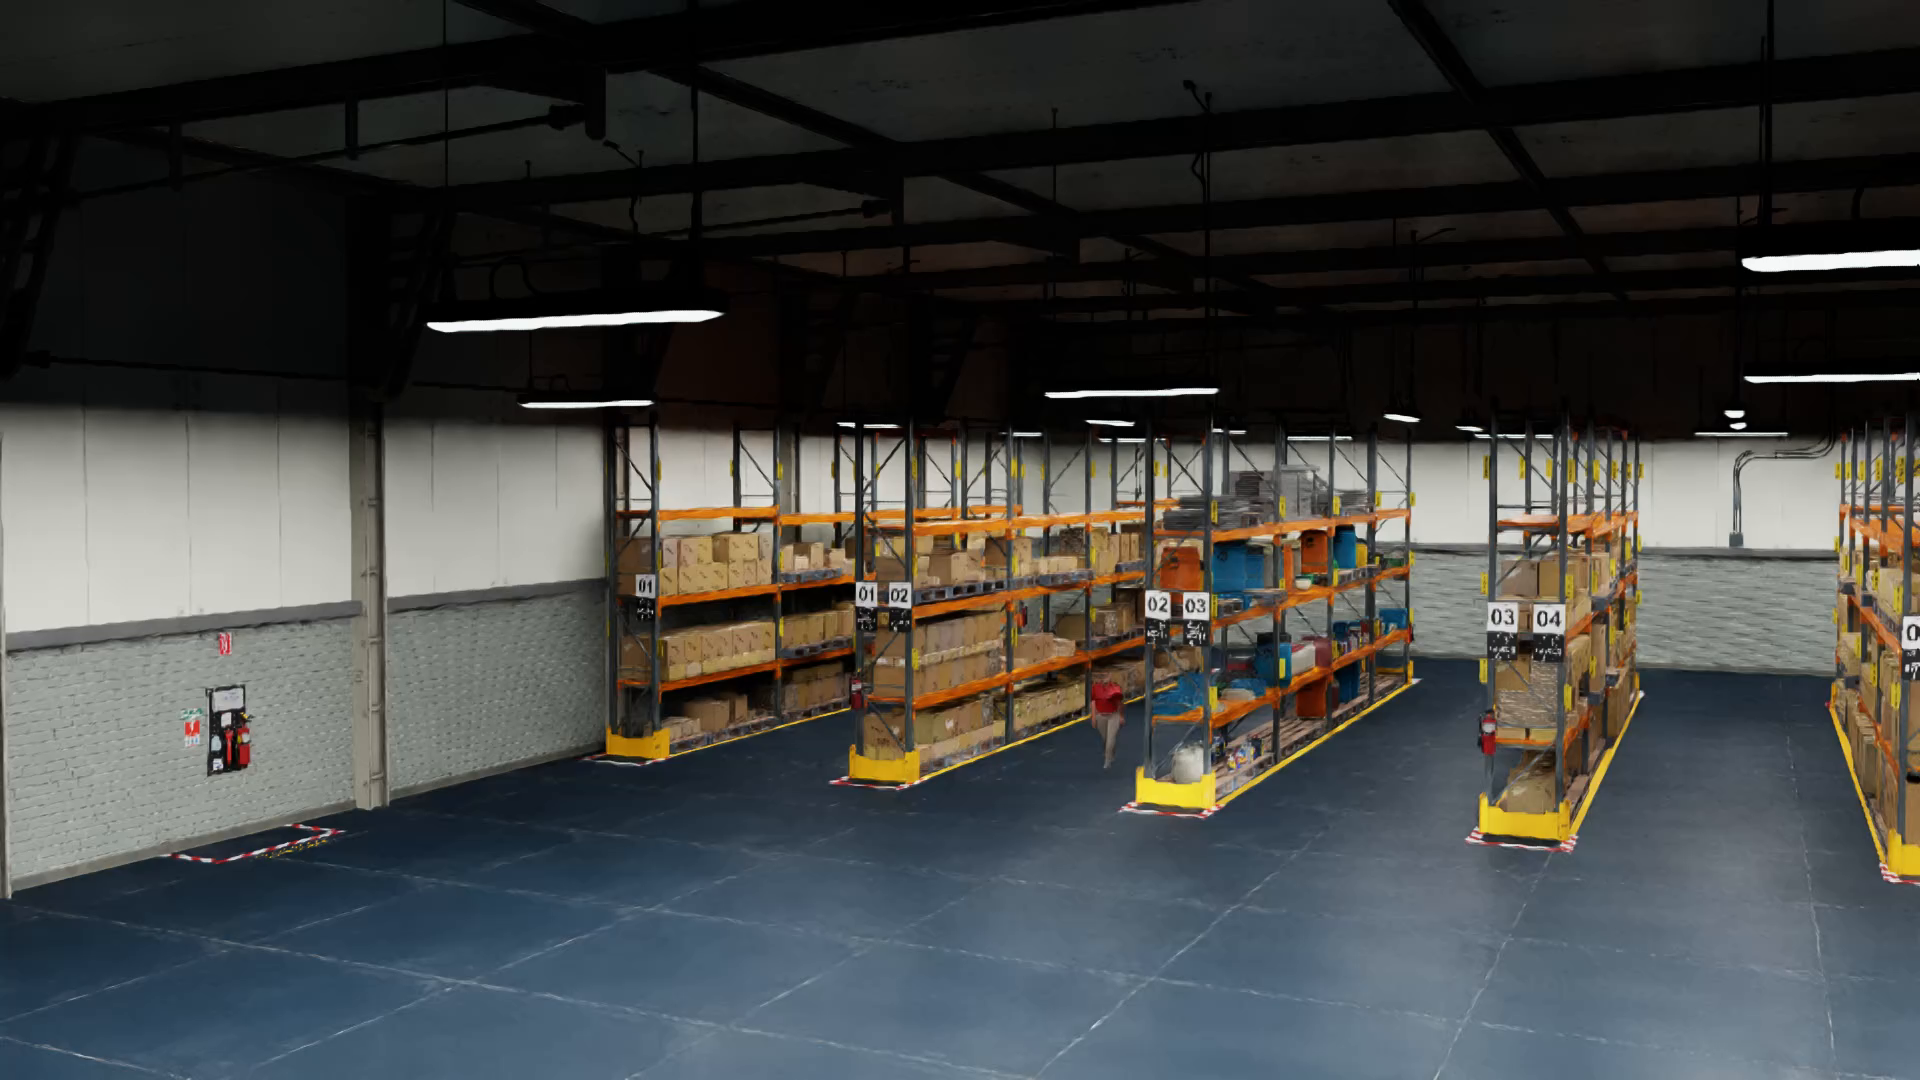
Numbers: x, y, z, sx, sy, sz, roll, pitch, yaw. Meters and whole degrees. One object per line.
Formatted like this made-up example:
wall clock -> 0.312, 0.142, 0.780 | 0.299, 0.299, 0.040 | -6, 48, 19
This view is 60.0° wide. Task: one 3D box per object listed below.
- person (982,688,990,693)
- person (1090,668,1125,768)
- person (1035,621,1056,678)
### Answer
person -> 0.405, 2.766, 34.215 | 0.625, 1.611, 0.582 | 1, 3, 23
person -> 2.453, 2.978, 28.013 | 0.547, 1.638, 1.115 | 1, 3, 24
person -> 1.891, 2.573, 37.130 | 0.598, 1.698, 1.193 | 1, 3, 28
